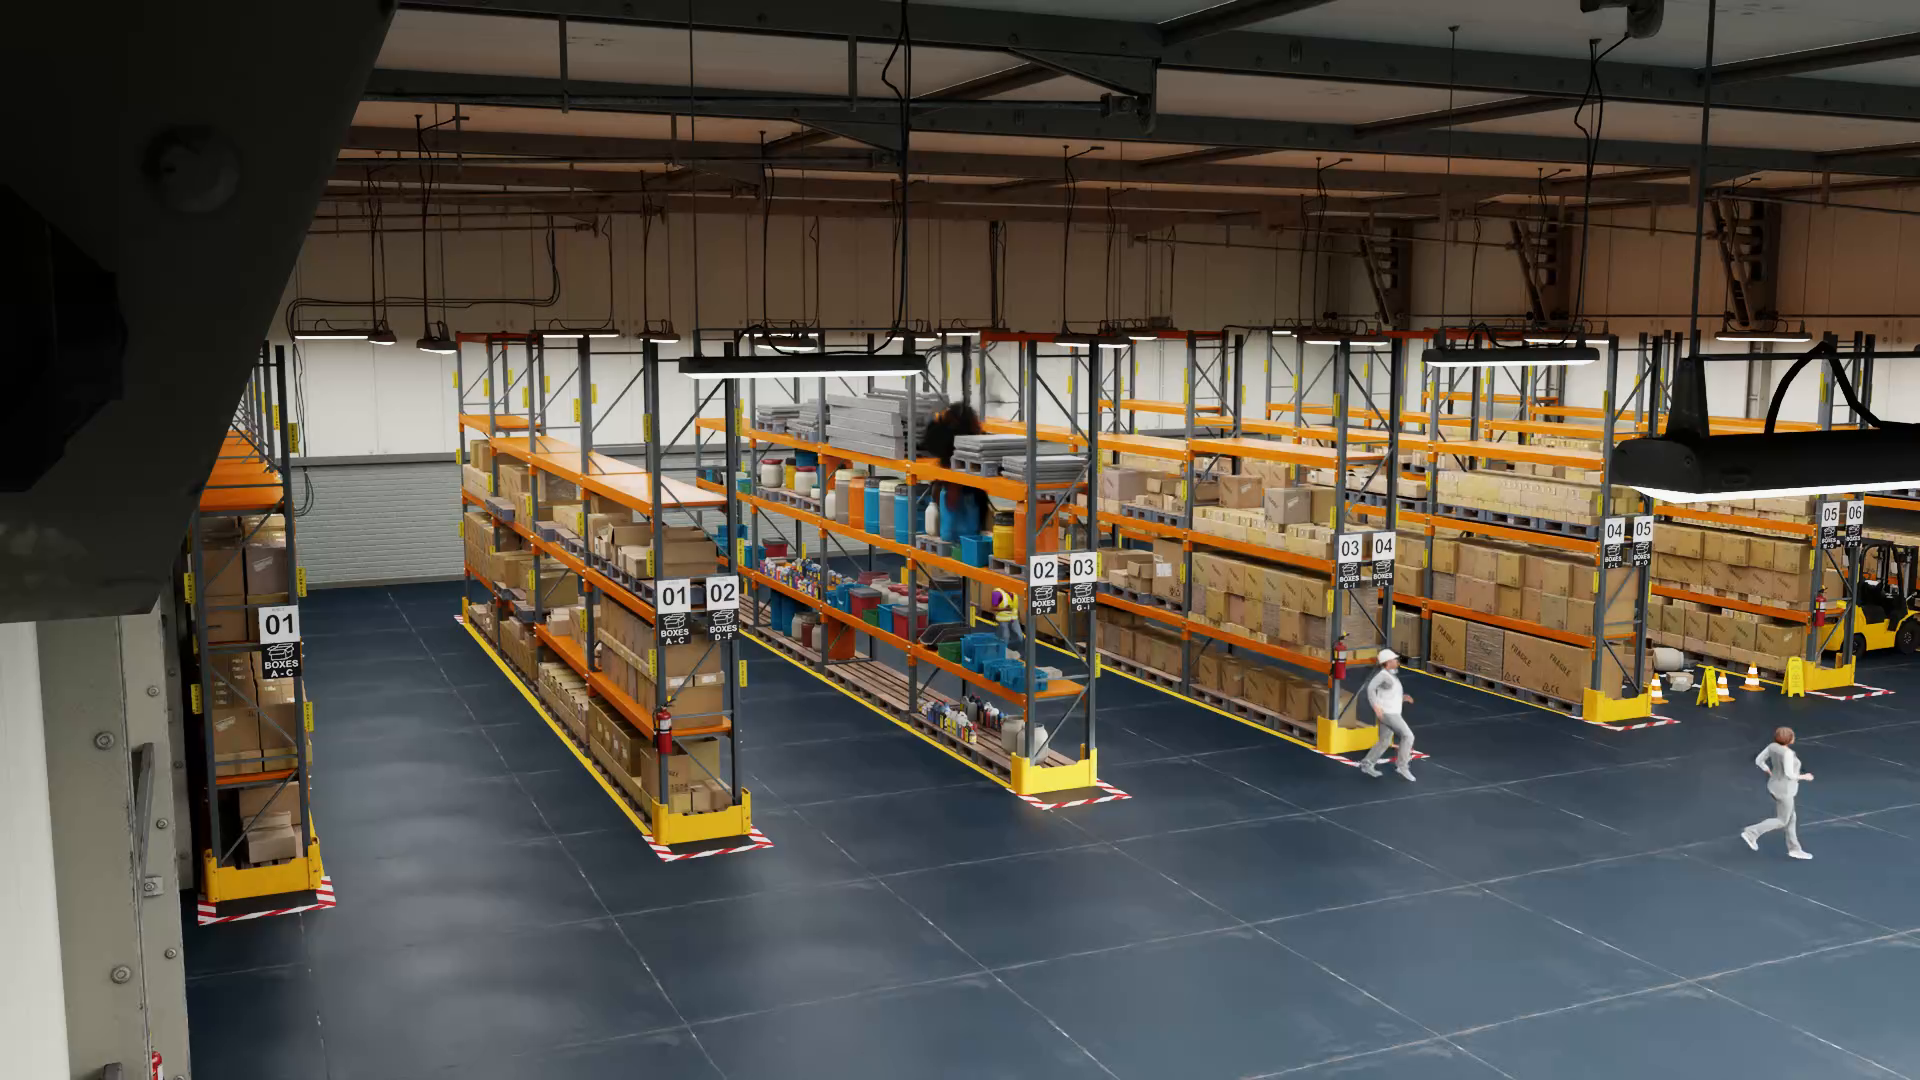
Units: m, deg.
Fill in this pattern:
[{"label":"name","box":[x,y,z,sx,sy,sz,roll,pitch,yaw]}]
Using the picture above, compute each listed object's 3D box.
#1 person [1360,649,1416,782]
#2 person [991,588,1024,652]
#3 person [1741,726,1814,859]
[{"label":"person","box":[5.908,2.385,22.860,0.746,1.757,0.643,2,8,15]},{"label":"person","box":[0.881,1.456,29.802,0.677,1.772,0.649,-5,9,-35]},{"label":"person","box":[9.530,2.941,19.339,0.860,1.587,0.537,0,8,1]}]
